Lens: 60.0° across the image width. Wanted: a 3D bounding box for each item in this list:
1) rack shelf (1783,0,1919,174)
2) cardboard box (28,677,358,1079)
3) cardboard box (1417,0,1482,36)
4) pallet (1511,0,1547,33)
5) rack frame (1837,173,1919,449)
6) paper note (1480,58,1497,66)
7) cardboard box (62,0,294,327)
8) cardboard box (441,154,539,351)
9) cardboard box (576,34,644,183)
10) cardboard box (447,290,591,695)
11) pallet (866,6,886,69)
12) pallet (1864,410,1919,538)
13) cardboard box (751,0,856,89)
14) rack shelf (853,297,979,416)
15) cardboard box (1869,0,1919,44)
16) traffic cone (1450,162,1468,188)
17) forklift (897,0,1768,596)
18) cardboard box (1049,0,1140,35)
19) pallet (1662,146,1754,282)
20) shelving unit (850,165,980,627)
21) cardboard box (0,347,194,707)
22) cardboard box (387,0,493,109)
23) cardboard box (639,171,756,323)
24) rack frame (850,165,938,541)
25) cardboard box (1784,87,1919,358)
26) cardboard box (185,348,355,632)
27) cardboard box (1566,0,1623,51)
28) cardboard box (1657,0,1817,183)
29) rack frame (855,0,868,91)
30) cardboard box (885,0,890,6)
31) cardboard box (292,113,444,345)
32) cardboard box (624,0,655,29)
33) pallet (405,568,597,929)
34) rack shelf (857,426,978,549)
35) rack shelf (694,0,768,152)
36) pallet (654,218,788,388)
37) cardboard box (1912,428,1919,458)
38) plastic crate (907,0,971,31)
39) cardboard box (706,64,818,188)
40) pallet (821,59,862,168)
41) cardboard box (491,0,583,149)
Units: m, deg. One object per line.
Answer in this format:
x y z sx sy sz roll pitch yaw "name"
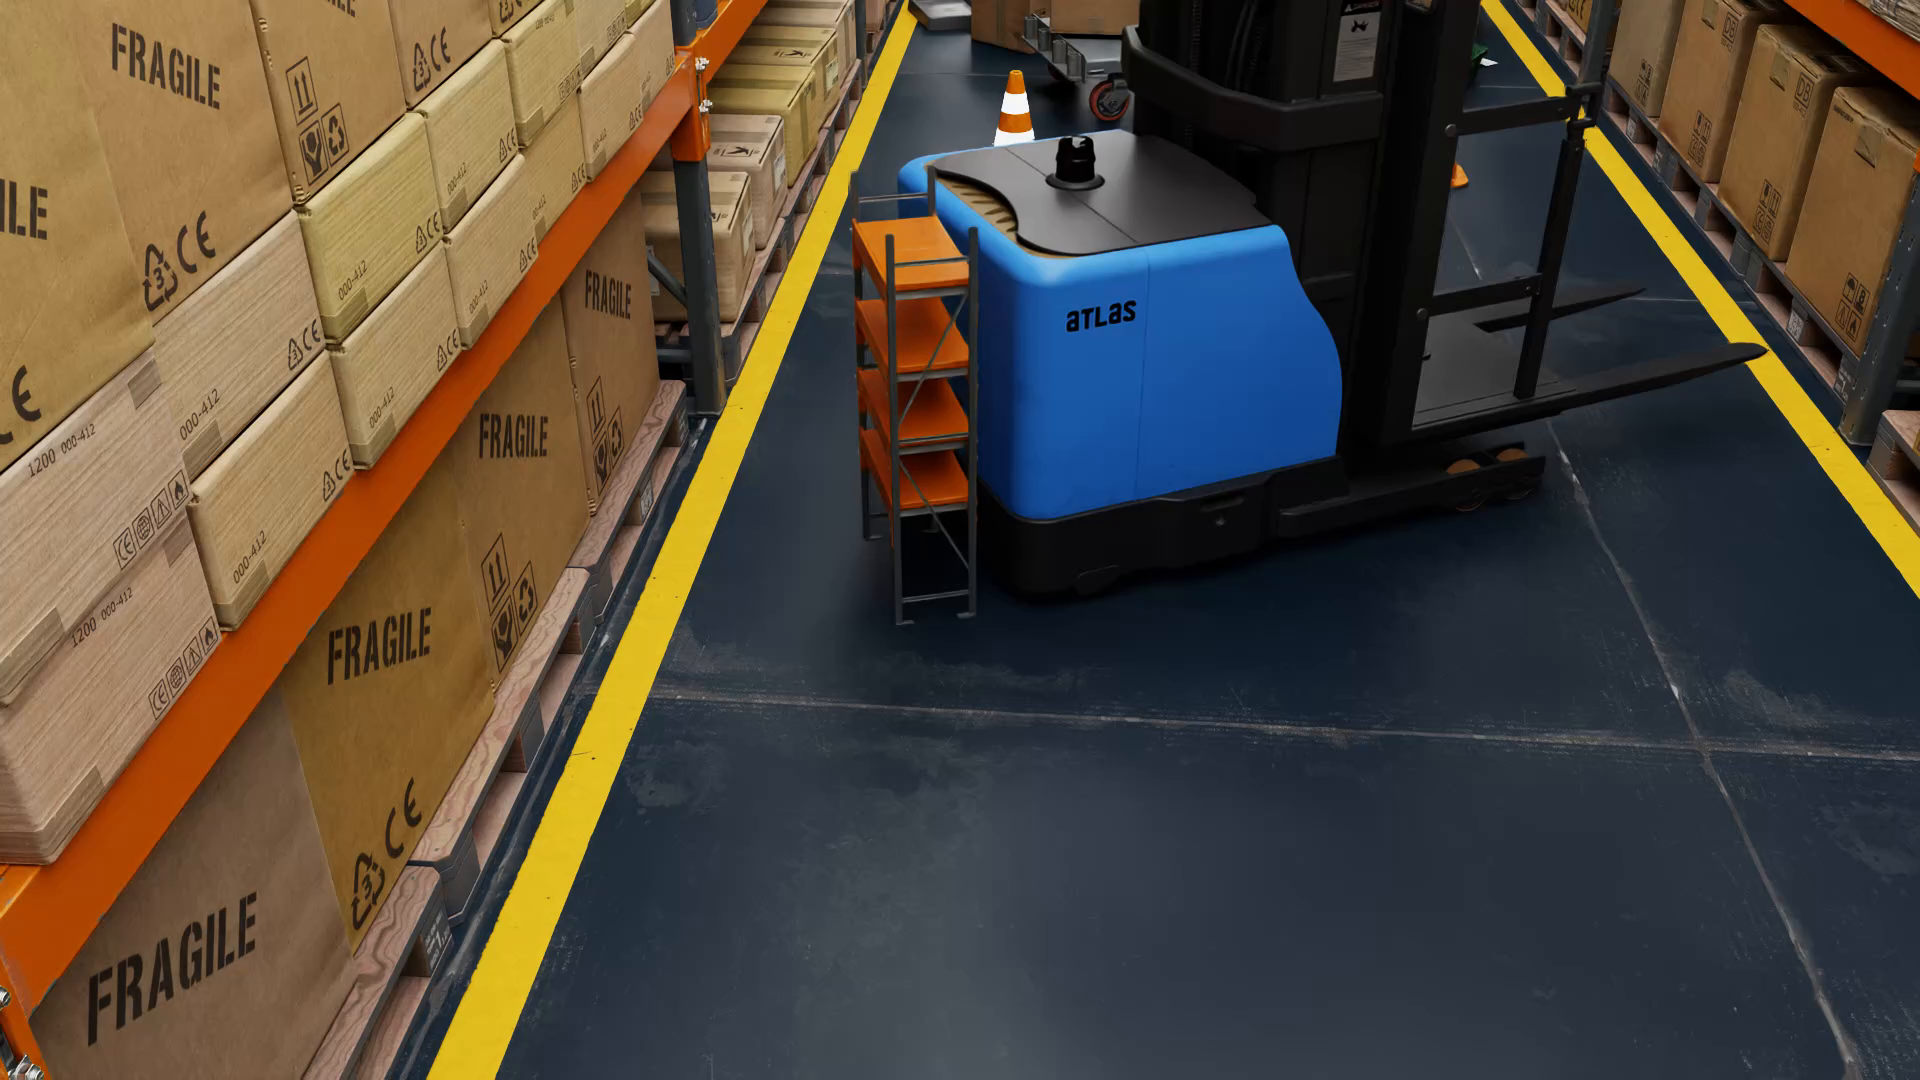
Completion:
3.753 -2.347 6.886 1.077 0.370 4.000 2 32 4 "rack shelf"
-1.707 0.723 2.842 0.875 0.875 0.875 3 32 6 "cardboard box"
3.019 -3.492 10.437 0.500 0.500 0.500 8 32 12 "cardboard box"
4.152 -3.546 10.803 1.003 0.211 1.213 2 32 4 "pallet"
3.590 -1.608 5.000 1.000 3.000 0.127 2 32 4 "rack frame"
3.068 -2.826 9.806 0.147 0.020 0.142 -20 37 -29 "paper note"
-1.341 -0.628 2.362 0.500 0.500 0.500 2 32 4 "cardboard box"
-1.230 -0.629 3.554 0.500 0.250 0.500 2 32 3 "cardboard box"
-1.160 -1.159 4.415 0.500 0.250 0.500 3 32 5 "cardboard box"
-1.568 -0.217 4.368 0.875 0.875 0.875 3 32 5 "cardboard box"
-1.007 -3.024 9.955 1.003 0.211 1.213 2 32 4 "pallet"
3.525 -0.012 5.068 1.003 0.211 1.213 2 32 4 "pallet"
-1.066 -2.644 8.785 0.950 0.372 0.625 3 32 5 "cardboard box"
-0.130 -0.535 4.676 0.258 0.148 0.480 -7 32 -12 "rack shelf"
3.359 -1.897 5.374 0.500 0.500 0.500 2 32 4 "cardboard box"
2.302 -1.983 8.026 0.336 0.463 0.334 2 32 4 "traffic cone"
1.359 -1.581 5.022 3.031 2.935 1.130 -13 34 -20 "forklift"
0.750 -3.056 9.010 0.500 0.500 0.500 2 32 4 "cardboard box"
3.831 -1.466 7.428 1.003 0.211 1.213 2 32 4 "pallet"
-0.130 -0.401 4.758 0.258 1.200 0.503 -7 32 -12 "shelving unit"
-1.361 -0.042 2.125 0.500 0.250 0.500 2 32 3 "cardboard box"
-1.262 -1.161 3.226 0.500 0.500 0.500 2 32 3 "cardboard box"
-1.296 -1.122 6.315 0.950 0.372 0.625 0 32 1 "cardboard box"
-0.187 -0.526 4.960 0.240 1.200 0.015 -7 32 -12 "rack frame"
3.729 -1.143 5.990 1.050 0.750 0.750 2 32 3 "cardboard box"
-1.338 -0.100 2.697 0.500 0.250 0.500 2 32 3 "cardboard box"
4.037 -3.300 9.370 0.875 0.875 0.875 3 32 5 "cardboard box"
3.873 -2.088 7.523 1.050 0.750 0.750 2 32 4 "cardboard box"
-1.026 -3.858 8.651 1.000 3.000 0.127 2 32 4 "rack frame"
-0.677 -3.443 10.198 0.500 0.250 0.500 4 32 7 "cardboard box"
-1.278 -0.578 2.996 0.500 0.250 0.500 3 32 5 "cardboard box"
-1.138 -1.651 4.737 0.500 0.250 0.500 2 32 4 "cardboard box"
-1.593 0.466 4.293 1.003 0.211 1.213 2 32 4 "pallet"
-0.130 -0.175 4.897 0.258 0.148 0.480 -7 32 -12 "rack shelf"
-1.189 -2.506 7.143 1.077 0.370 4.000 2 32 4 "rack shelf"
-1.287 -0.988 6.652 1.003 0.211 1.213 2 32 4 "pallet"
3.278 -0.363 4.963 0.500 0.500 0.500 1 32 2 "cardboard box"
-0.081 -3.401 10.692 0.402 0.080 0.583 -8 33 -13 "plastic crate"
-1.176 -1.904 7.585 0.950 0.372 0.625 3 32 6 "cardboard box"
-1.088 -2.264 8.722 1.003 0.211 1.213 2 32 4 "pallet"
-1.197 -1.114 3.866 0.500 0.250 0.500 2 32 3 "cardboard box"
